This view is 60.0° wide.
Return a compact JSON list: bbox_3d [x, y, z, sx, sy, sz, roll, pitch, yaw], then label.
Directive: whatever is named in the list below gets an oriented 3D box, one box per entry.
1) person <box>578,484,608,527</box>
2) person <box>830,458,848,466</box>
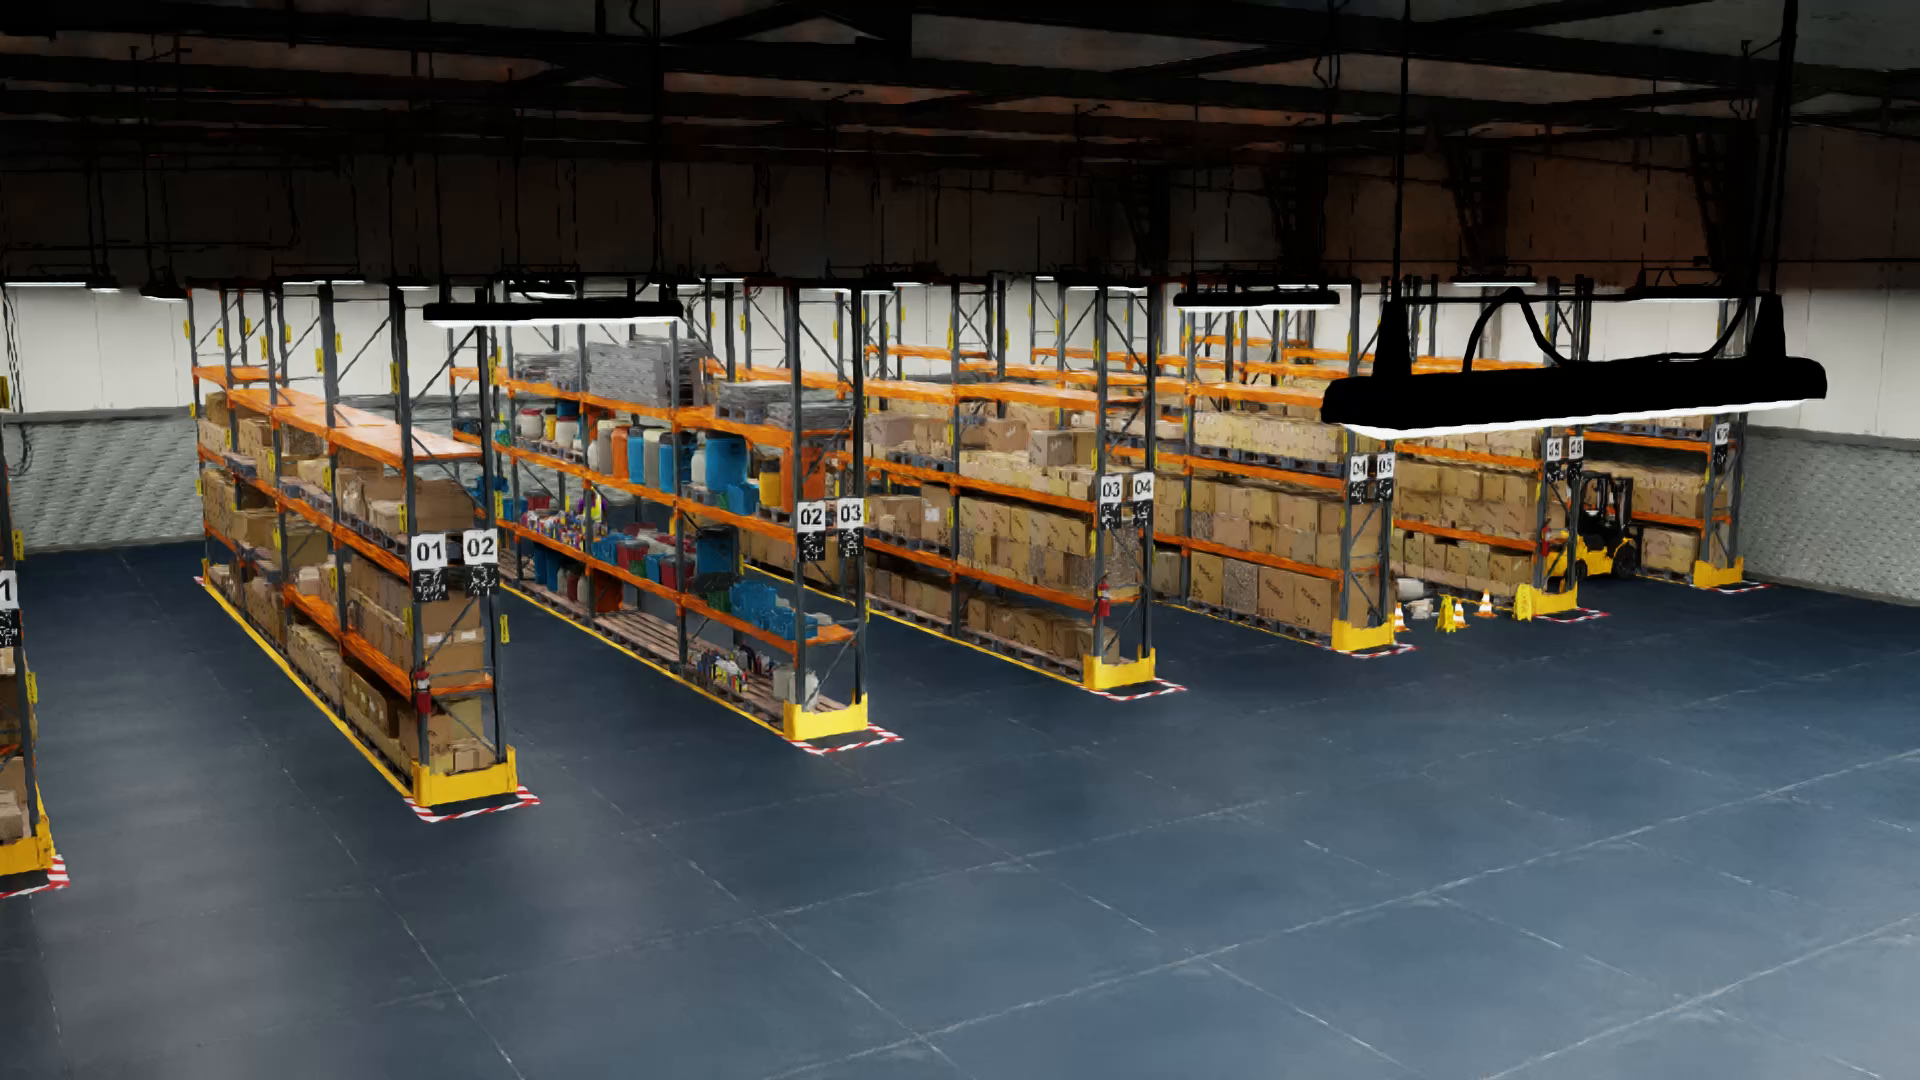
[{"bbox_3d":[-7.734,-0.373,35.077,0.589,1.716,1.043,-6,11,-33],"label":"person"},{"bbox_3d":[-3.189,-1.876,43.940,0.593,1.762,0.612,4,10,24],"label":"person"}]
